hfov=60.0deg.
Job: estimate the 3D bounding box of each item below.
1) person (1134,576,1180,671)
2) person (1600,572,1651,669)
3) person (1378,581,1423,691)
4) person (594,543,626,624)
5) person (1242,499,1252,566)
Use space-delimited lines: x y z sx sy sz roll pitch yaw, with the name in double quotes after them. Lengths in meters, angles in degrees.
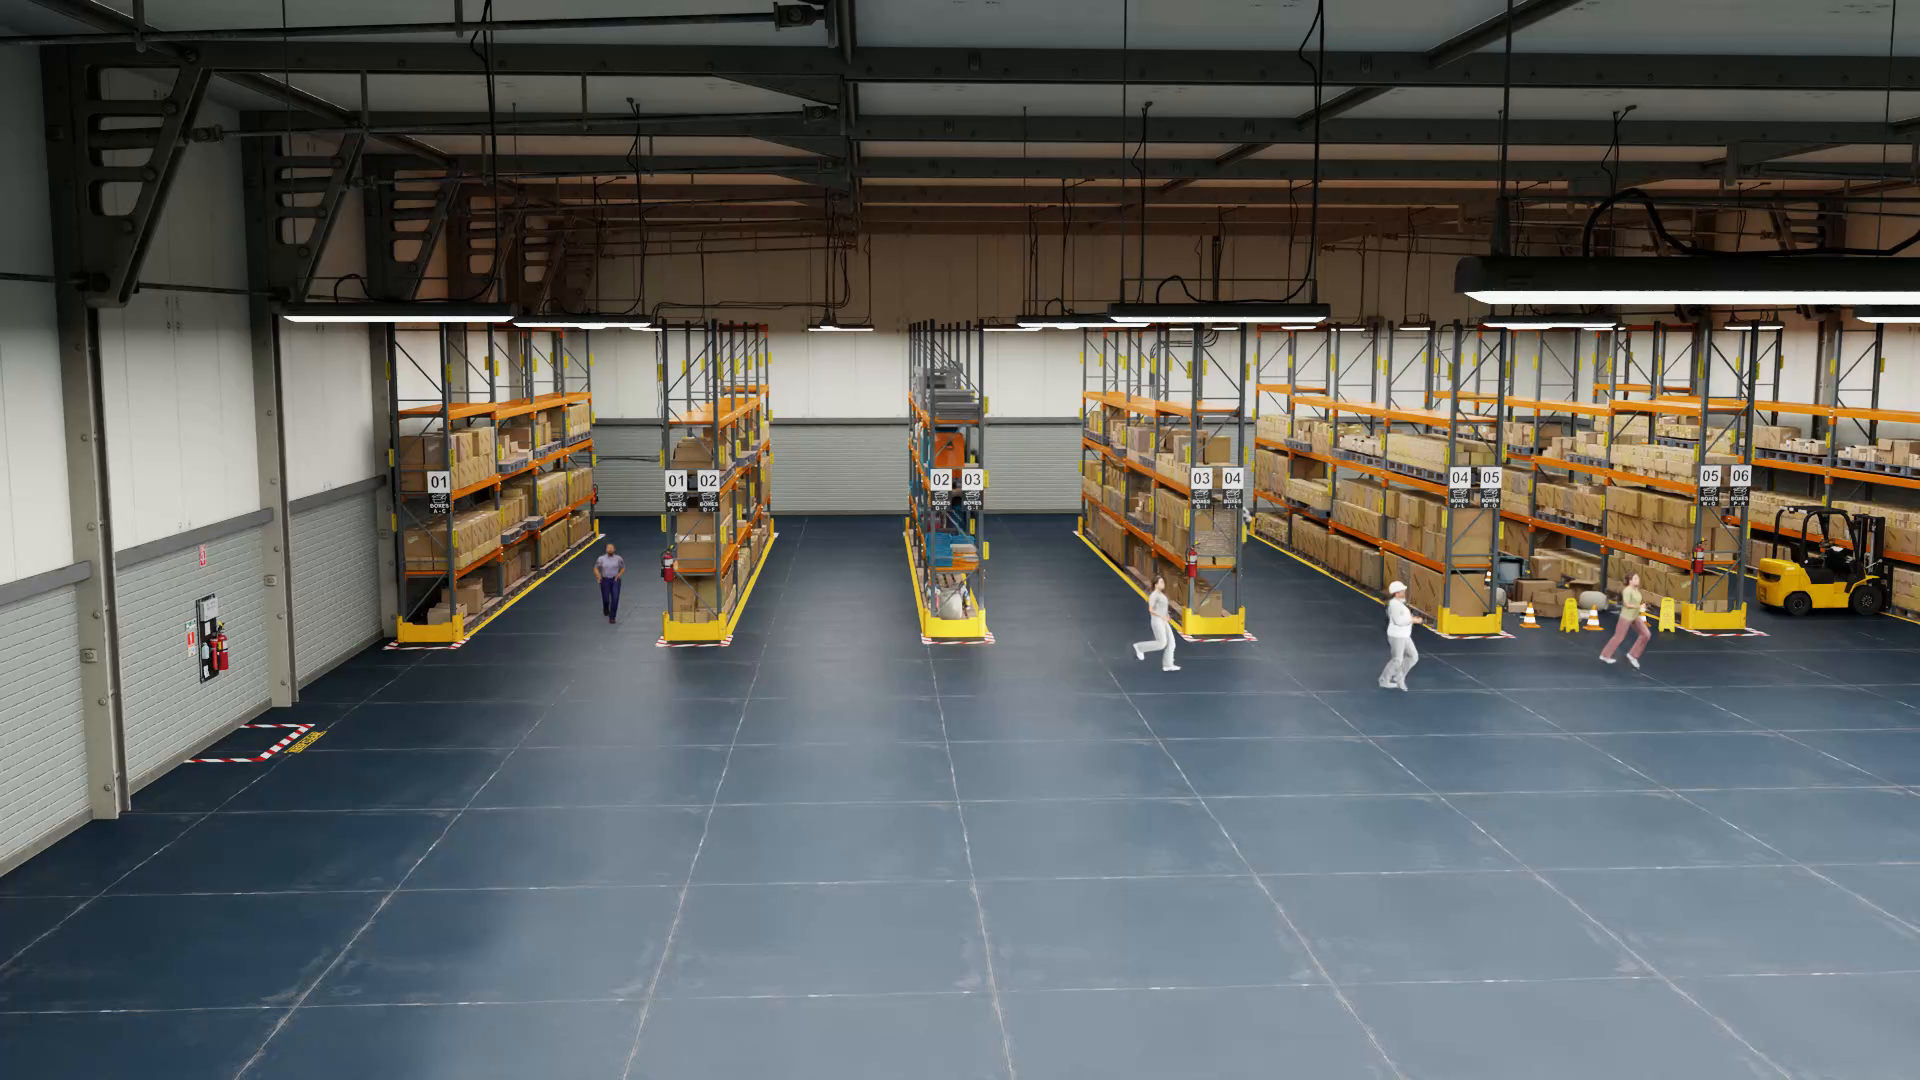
3.400 1.419 28.445 0.810 1.633 0.580 3 8 25 "person"
11.500 1.366 28.624 0.581 1.672 0.842 -6 9 -41 "person"
7.098 1.561 26.736 0.677 1.796 0.639 3 8 25 "person"
-6.952 0.856 33.088 0.623 1.588 0.566 -2 7 -16 "person"
6.957 -0.252 41.414 0.610 1.684 0.918 -1 7 -6 "person"
